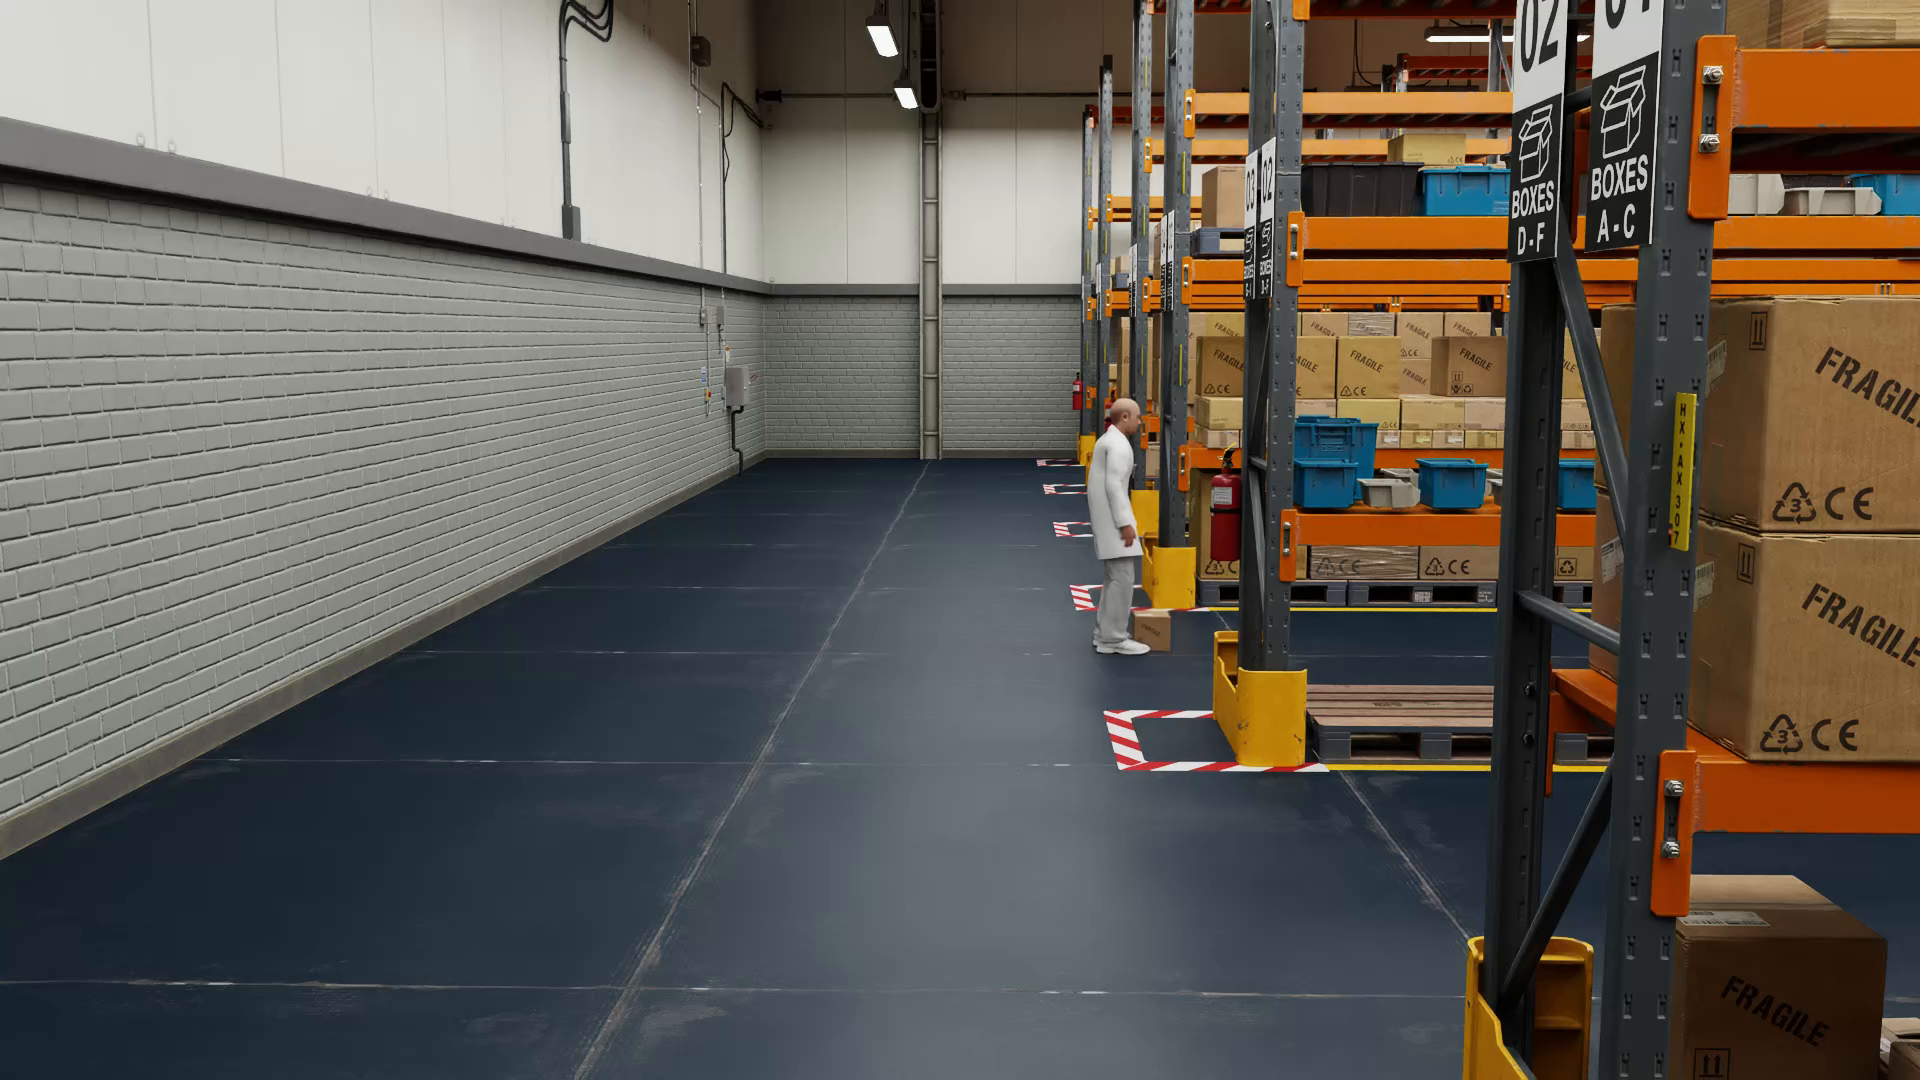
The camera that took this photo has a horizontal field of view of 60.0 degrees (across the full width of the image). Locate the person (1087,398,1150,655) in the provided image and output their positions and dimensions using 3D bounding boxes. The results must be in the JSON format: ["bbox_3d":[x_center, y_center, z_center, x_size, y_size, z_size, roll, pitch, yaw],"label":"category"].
[{"bbox_3d":[1.109,-0.109,11.704,0.427,1.773,0.628,0,7,-1],"label":"person"}]
